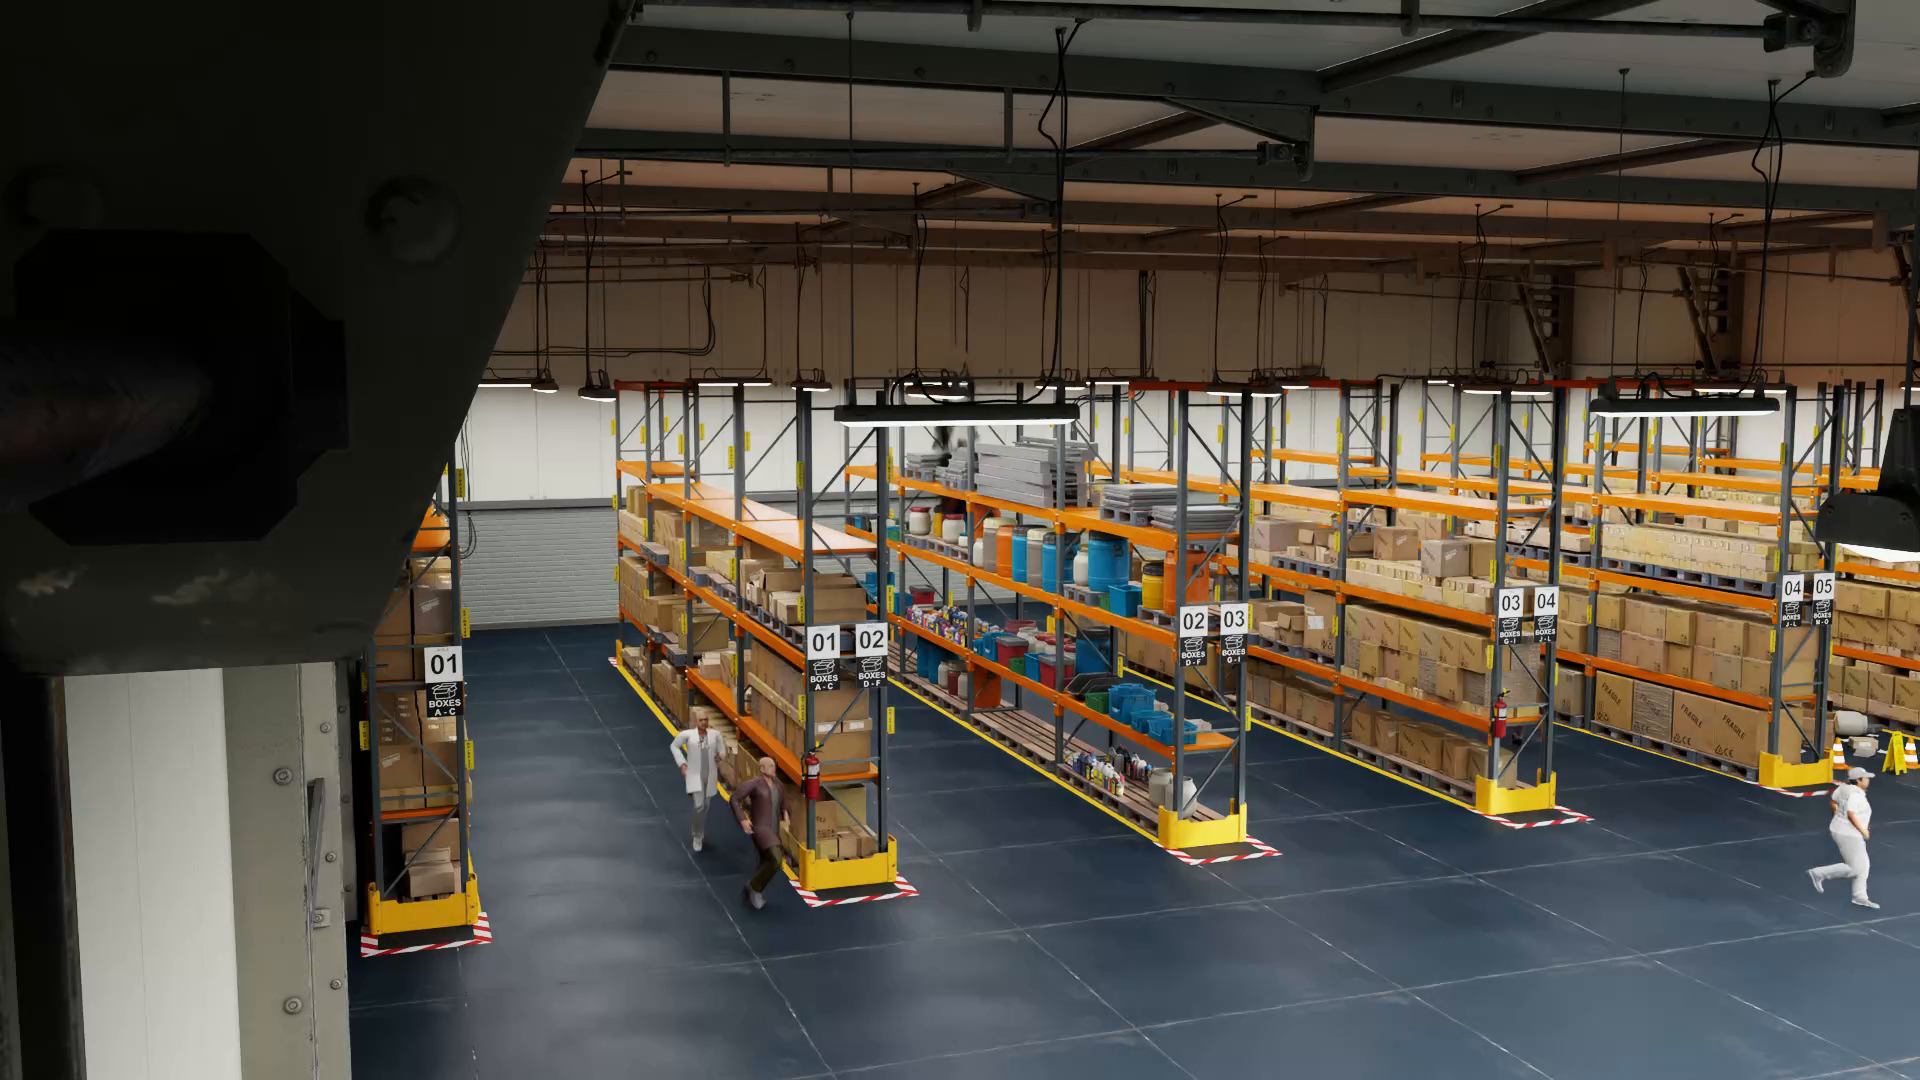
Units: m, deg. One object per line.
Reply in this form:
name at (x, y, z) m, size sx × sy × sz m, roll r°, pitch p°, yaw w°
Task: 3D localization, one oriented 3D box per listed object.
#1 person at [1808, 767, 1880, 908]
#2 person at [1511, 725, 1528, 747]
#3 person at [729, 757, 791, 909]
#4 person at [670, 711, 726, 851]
person at (10.390, 3.474, 19.519) m, size 0.782 × 1.654 × 0.631 m, roll 1°, pitch 6°, yaw 14°
person at (9.265, 2.571, 27.782) m, size 0.681 × 1.694 × 0.675 m, roll -5°, pitch 8°, yaw -38°
person at (-2.268, 3.409, 19.458) m, size 0.626 × 1.737 × 0.723 m, roll 3°, pitch 7°, yaw 27°
person at (-3.395, 3.201, 21.847) m, size 0.681 × 1.742 × 0.829 m, roll -3°, pitch 7°, yaw -28°
